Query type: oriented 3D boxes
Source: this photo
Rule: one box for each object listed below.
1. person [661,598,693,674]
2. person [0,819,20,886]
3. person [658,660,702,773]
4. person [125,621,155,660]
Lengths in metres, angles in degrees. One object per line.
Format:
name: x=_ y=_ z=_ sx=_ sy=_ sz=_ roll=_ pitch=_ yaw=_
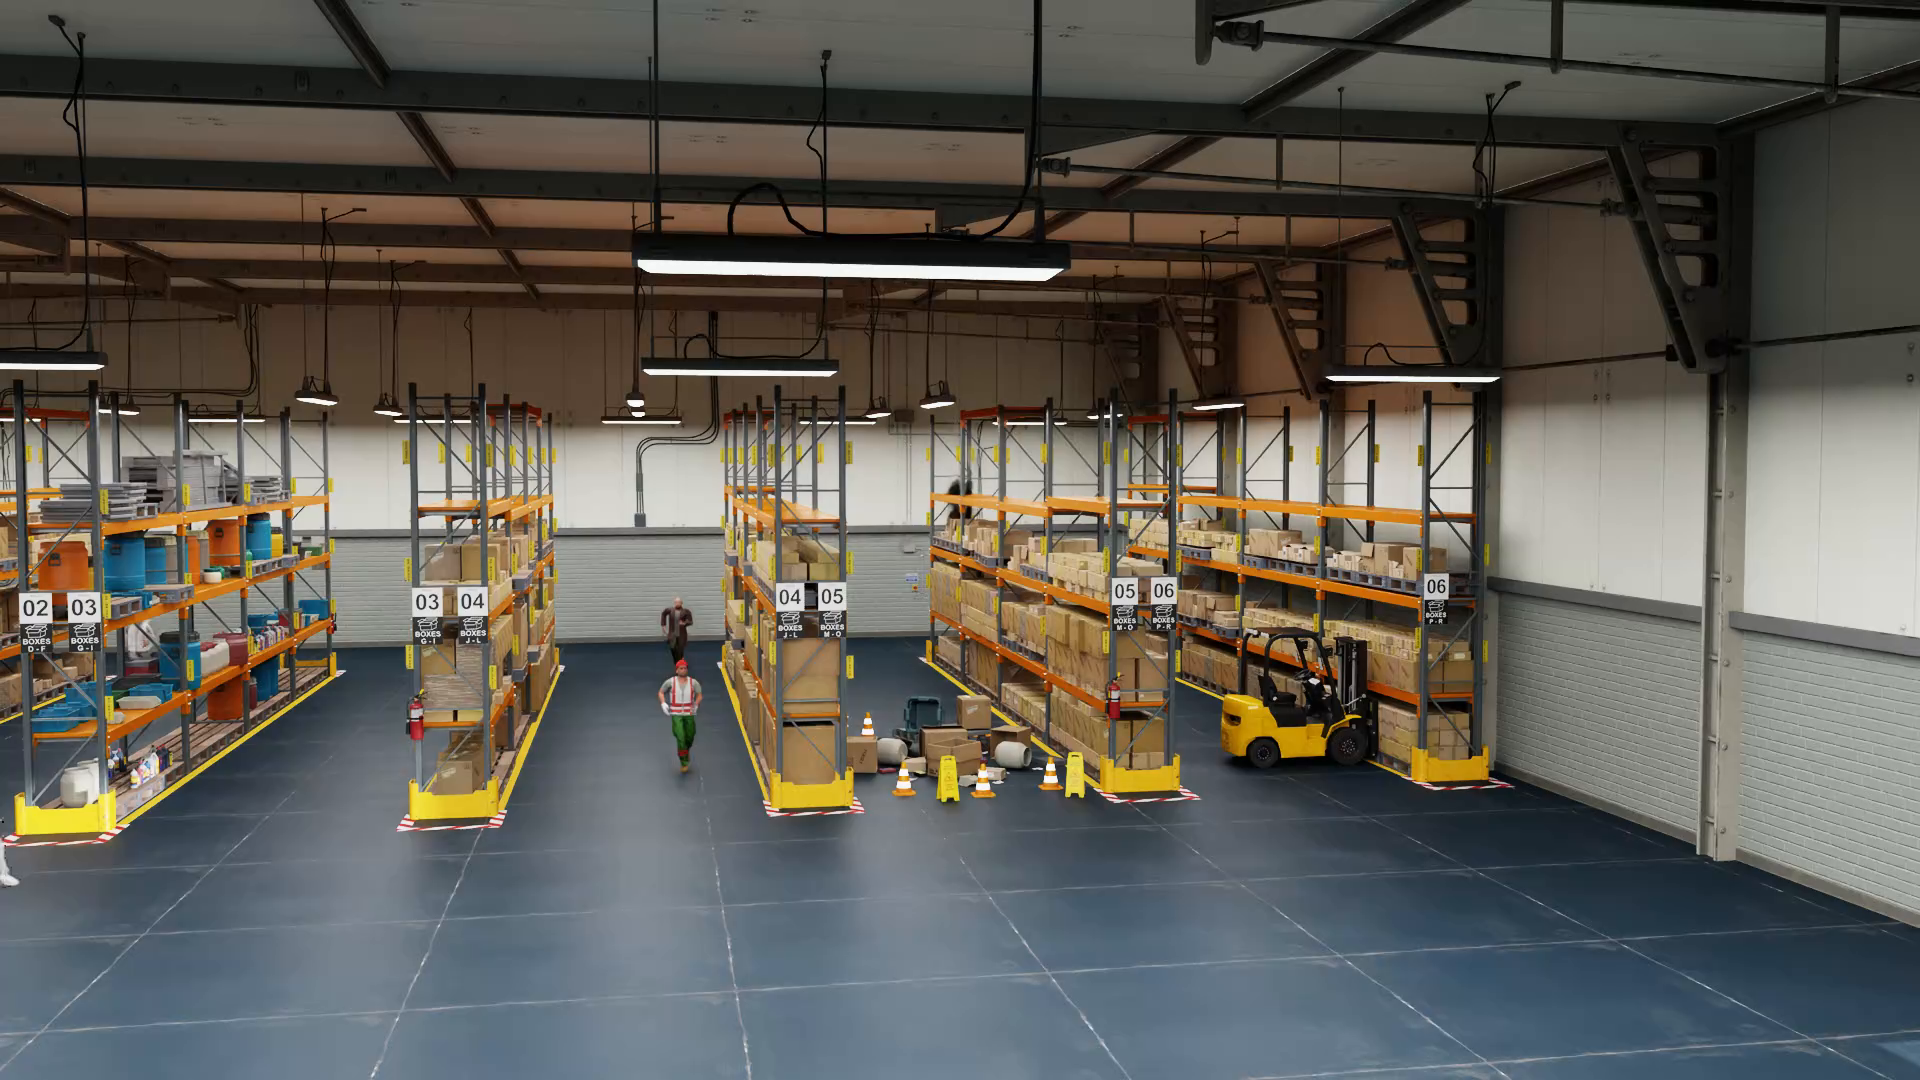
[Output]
person: x=-6.482 y=2.186 z=38.058 sx=0.749 sy=1.751 sz=0.869 roll=0 pitch=3 yaw=-4
person: x=-11.413 y=3.105 z=19.210 sx=1.055 sy=1.773 sz=0.708 roll=1 pitch=3 yaw=15
person: x=-4.440 y=2.782 z=26.475 sx=0.690 sy=1.755 sz=0.812 roll=-1 pitch=3 yaw=-18
person: x=-17.445 y=2.351 z=35.305 sx=0.668 sy=1.769 sz=0.818 roll=-1 pitch=3 yaw=-17
